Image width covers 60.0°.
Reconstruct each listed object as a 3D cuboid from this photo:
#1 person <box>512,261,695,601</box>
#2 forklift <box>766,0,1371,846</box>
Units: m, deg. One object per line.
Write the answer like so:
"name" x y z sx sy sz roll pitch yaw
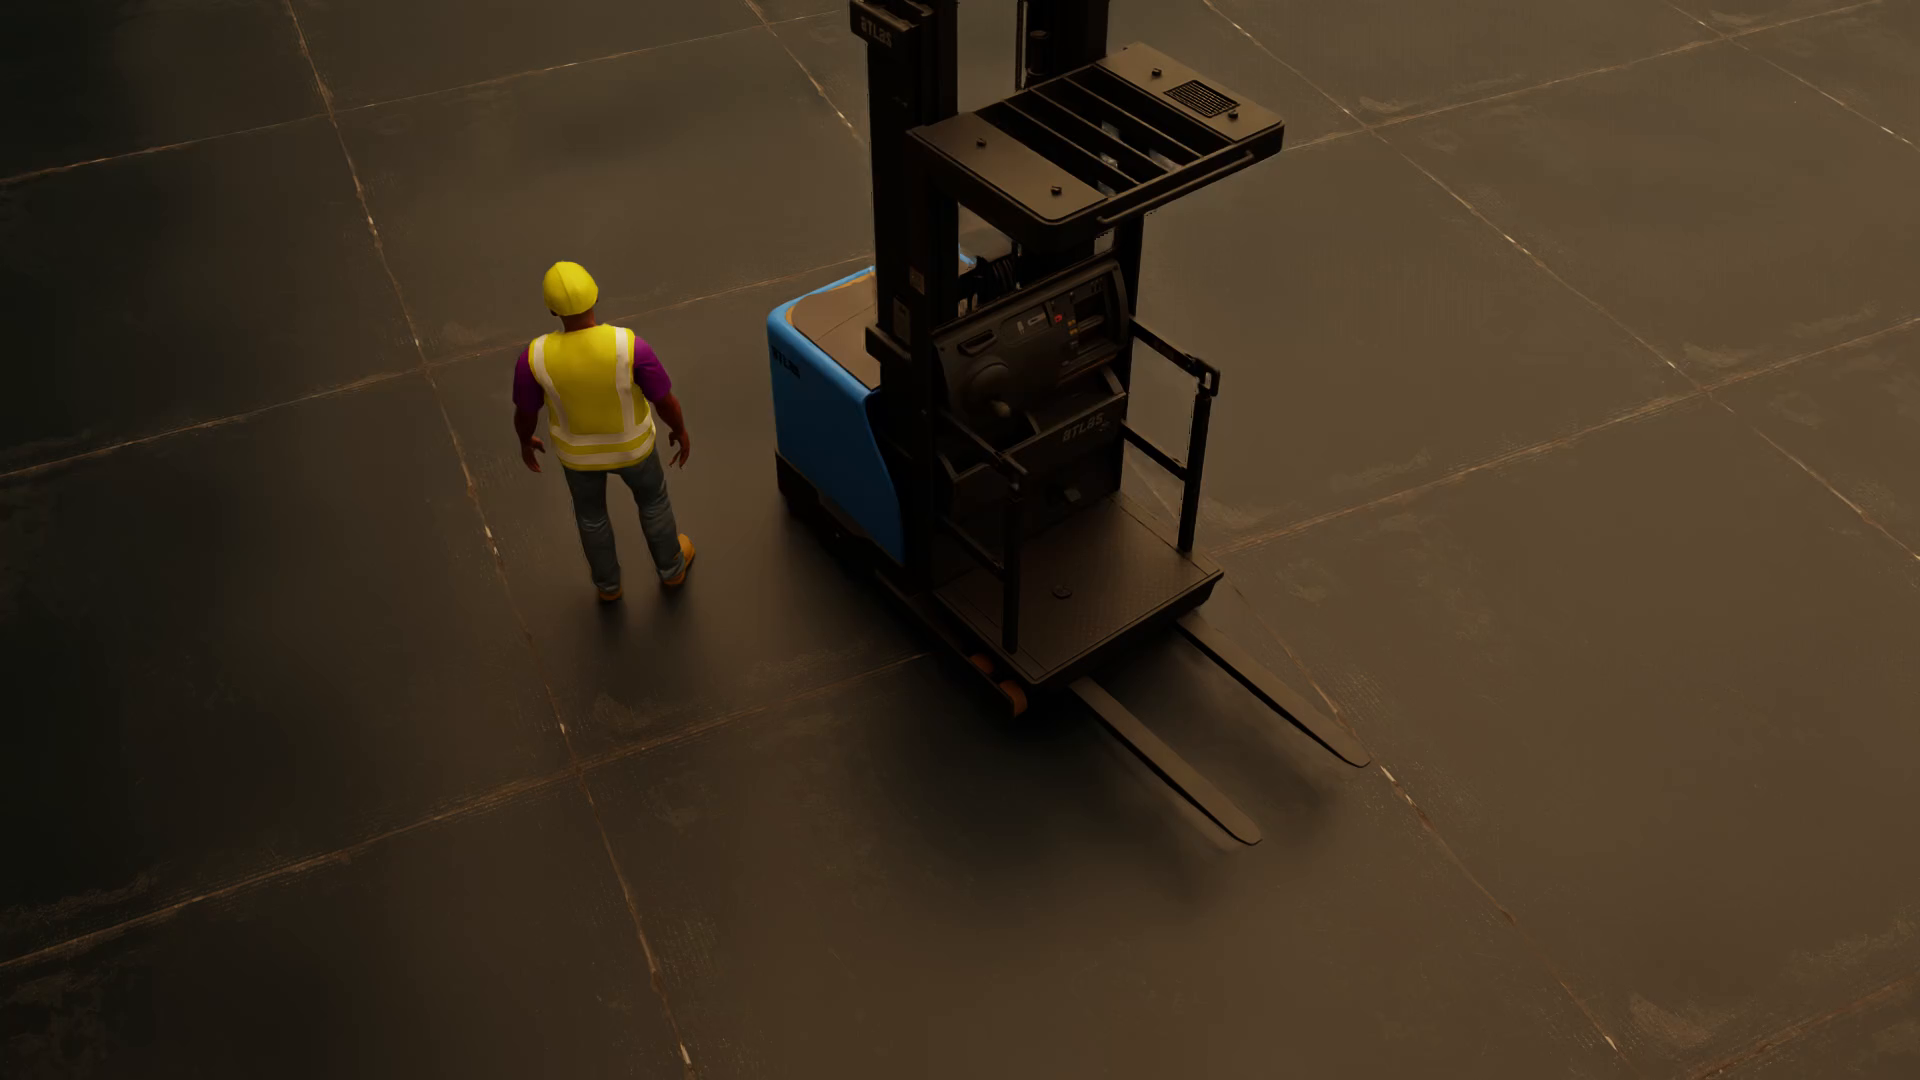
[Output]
"person" -1.499 -0.446 7.015 0.699 1.766 0.493 -6 43 -7
"forklift" 0.428 -0.708 6.439 1.130 2.935 3.031 -28 50 -27
